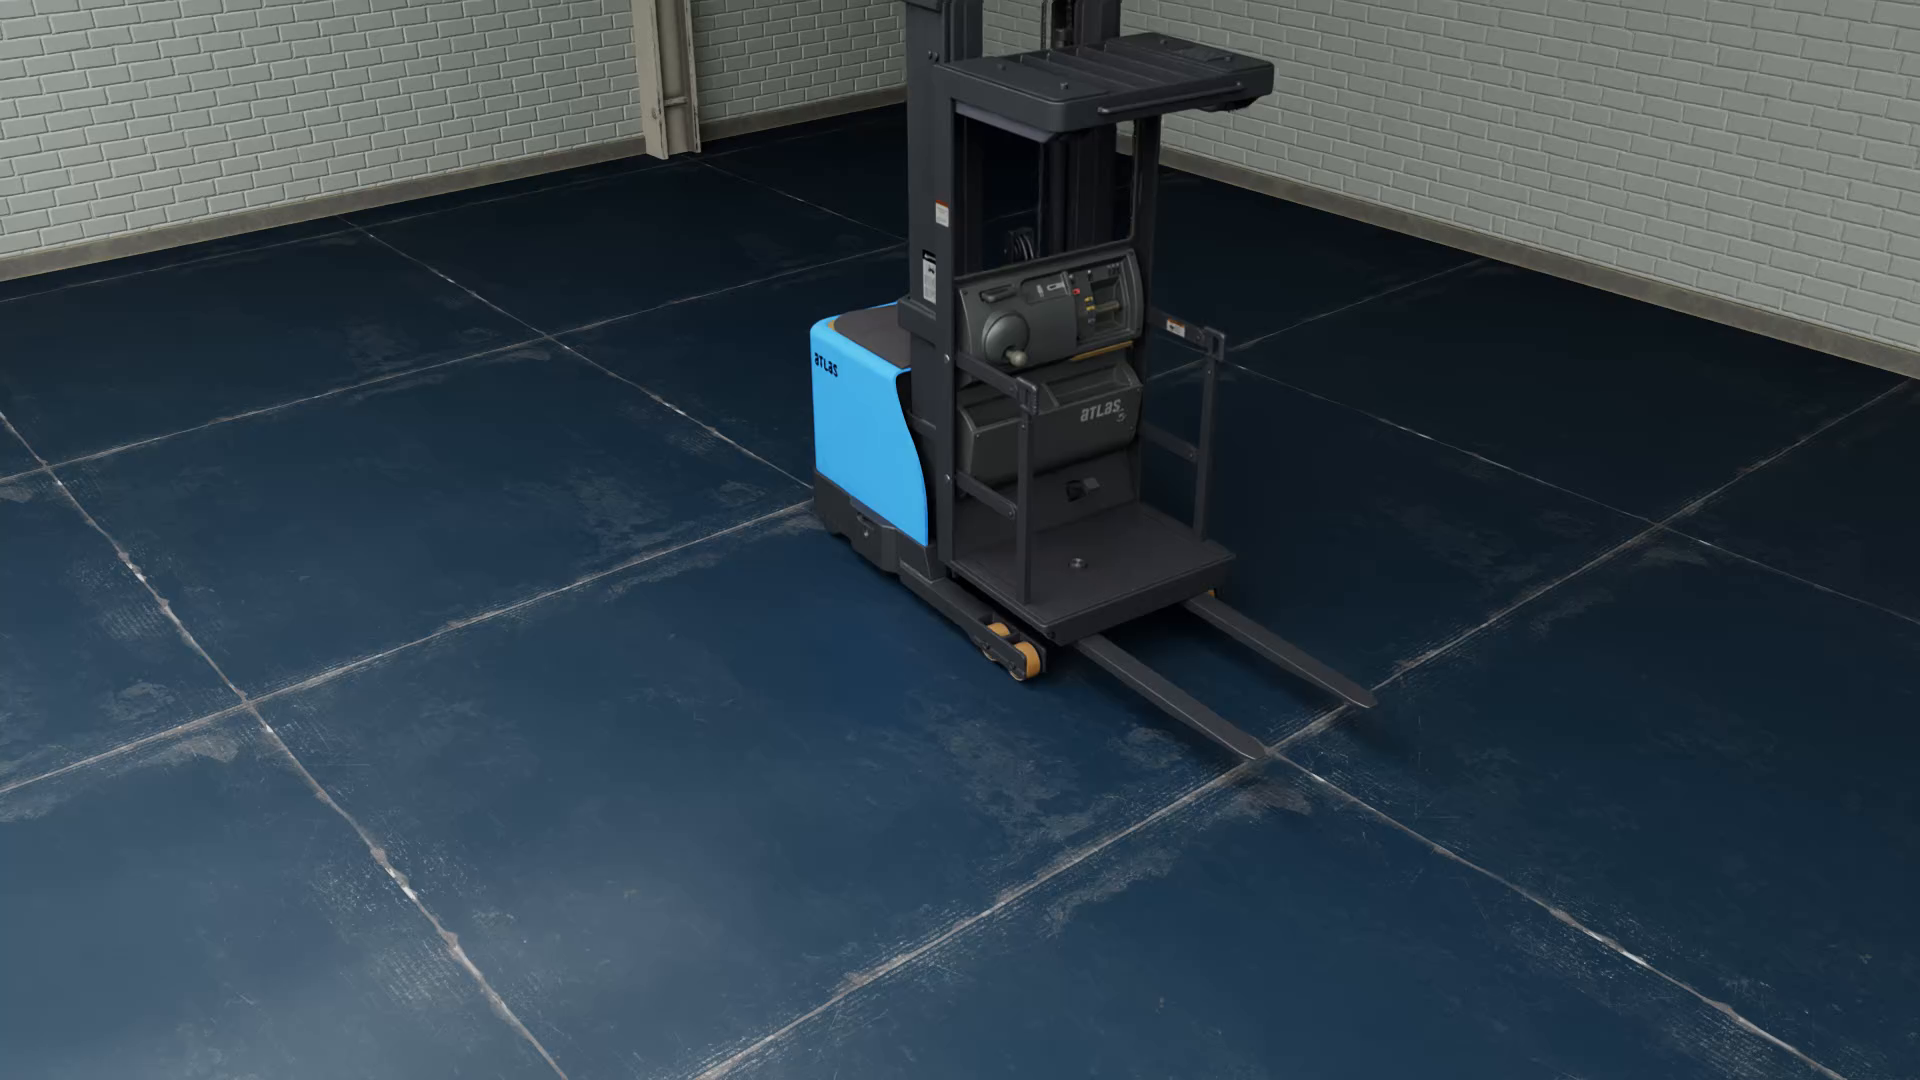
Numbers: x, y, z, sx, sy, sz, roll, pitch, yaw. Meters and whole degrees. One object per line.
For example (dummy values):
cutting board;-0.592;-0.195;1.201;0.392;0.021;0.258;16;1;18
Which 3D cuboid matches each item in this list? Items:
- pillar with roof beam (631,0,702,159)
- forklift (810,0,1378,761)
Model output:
pillar with roof beam;0.270;-5.841;9.633;0.400;9.000;9.100;-22;35;-35
forklift;0.520;-0.948;6.914;1.130;2.935;3.031;-18;33;-30
